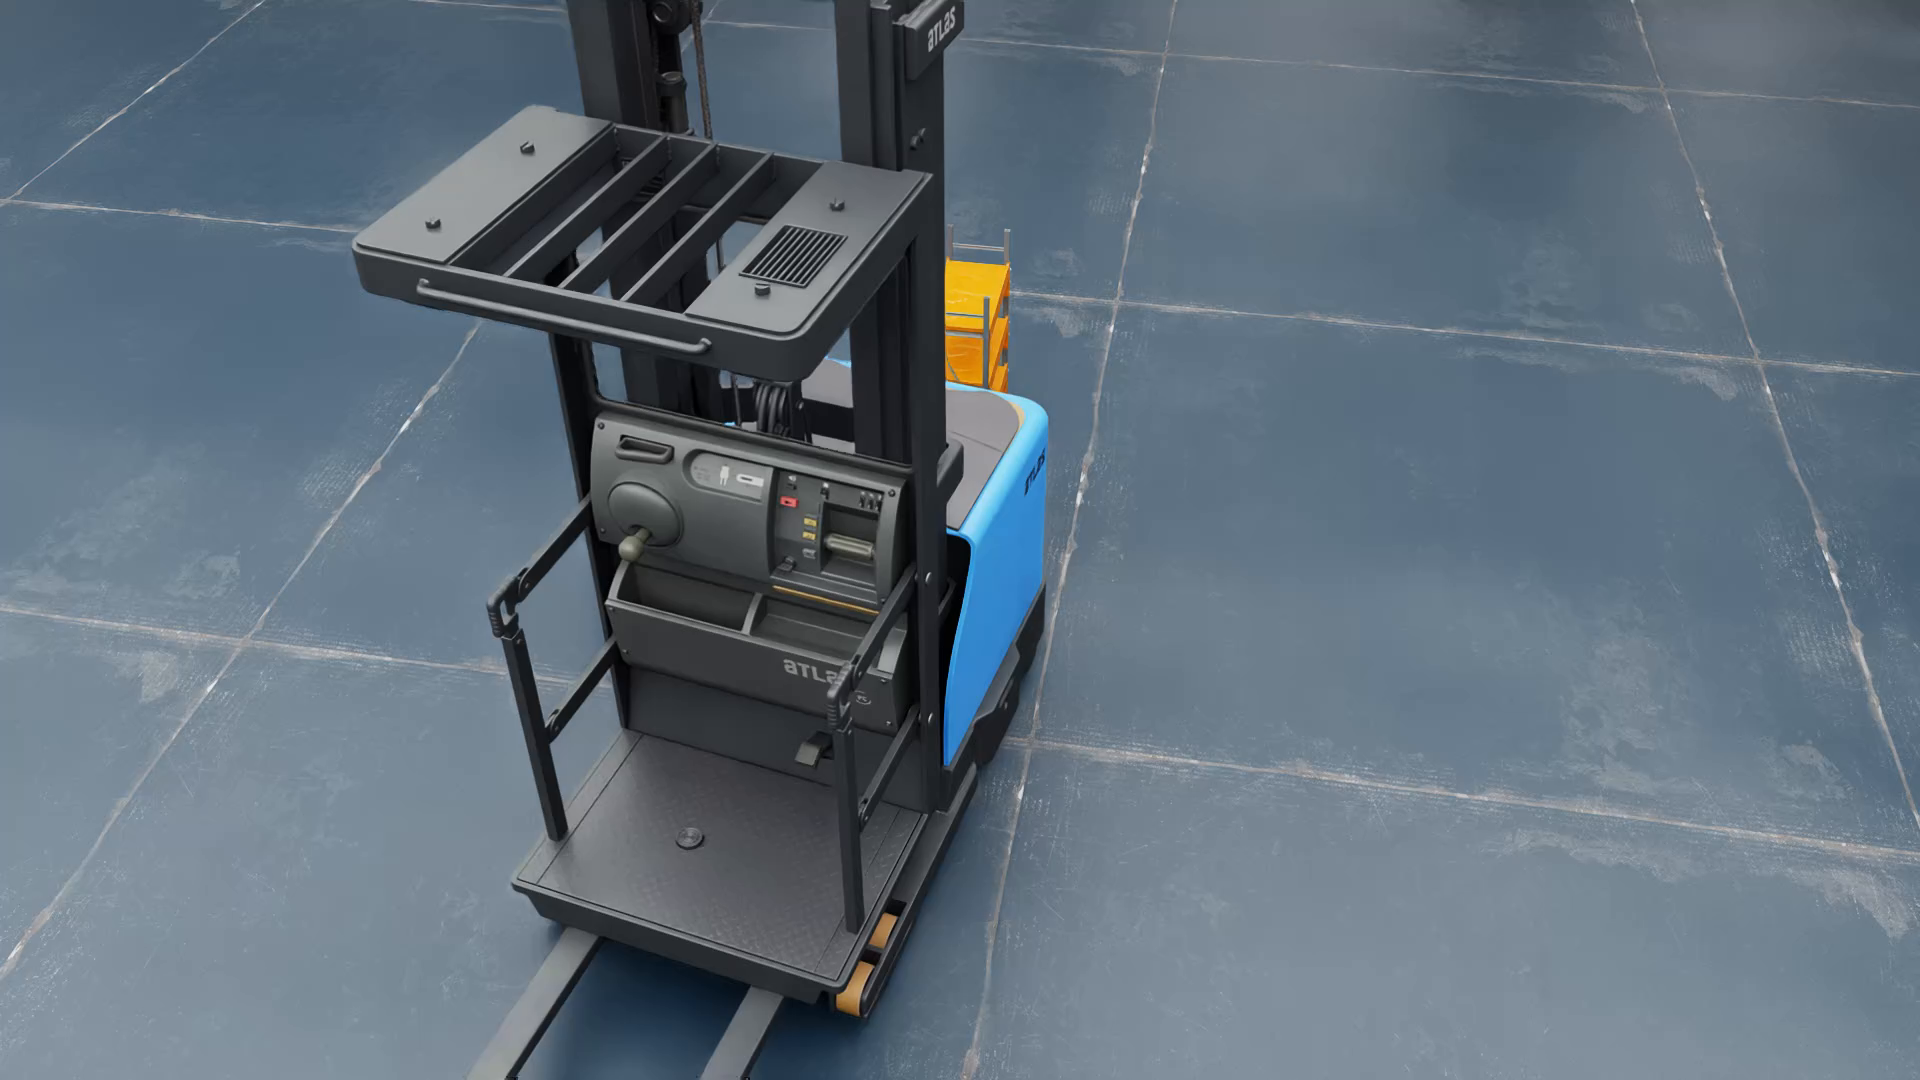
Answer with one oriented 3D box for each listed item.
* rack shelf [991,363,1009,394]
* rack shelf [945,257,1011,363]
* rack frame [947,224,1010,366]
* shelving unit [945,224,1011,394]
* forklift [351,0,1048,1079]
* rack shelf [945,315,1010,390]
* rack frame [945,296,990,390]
[{"bbox_3d":[0.029,-0.514,6.536,0.258,0.148,0.480,6,40,8],"label":"rack shelf"},{"bbox_3d":[0.029,-0.869,6.243,0.258,0.148,0.480,6,40,8],"label":"rack shelf"},{"bbox_3d":[0.071,-0.719,6.679,0.240,1.200,0.015,6,40,8],"label":"rack frame"},{"bbox_3d":[0.029,-0.566,6.493,0.258,1.200,0.503,6,40,8],"label":"shelving unit"},{"bbox_3d":[-0.675,0.000,4.450,1.130,2.935,3.031,13,41,16],"label":"forklift"},{"bbox_3d":[0.029,-0.687,6.394,0.258,0.148,0.480,6,40,8],"label":"rack shelf"},{"bbox_3d":[-0.014,-0.413,6.308,0.240,1.200,0.015,6,40,8],"label":"rack frame"}]
